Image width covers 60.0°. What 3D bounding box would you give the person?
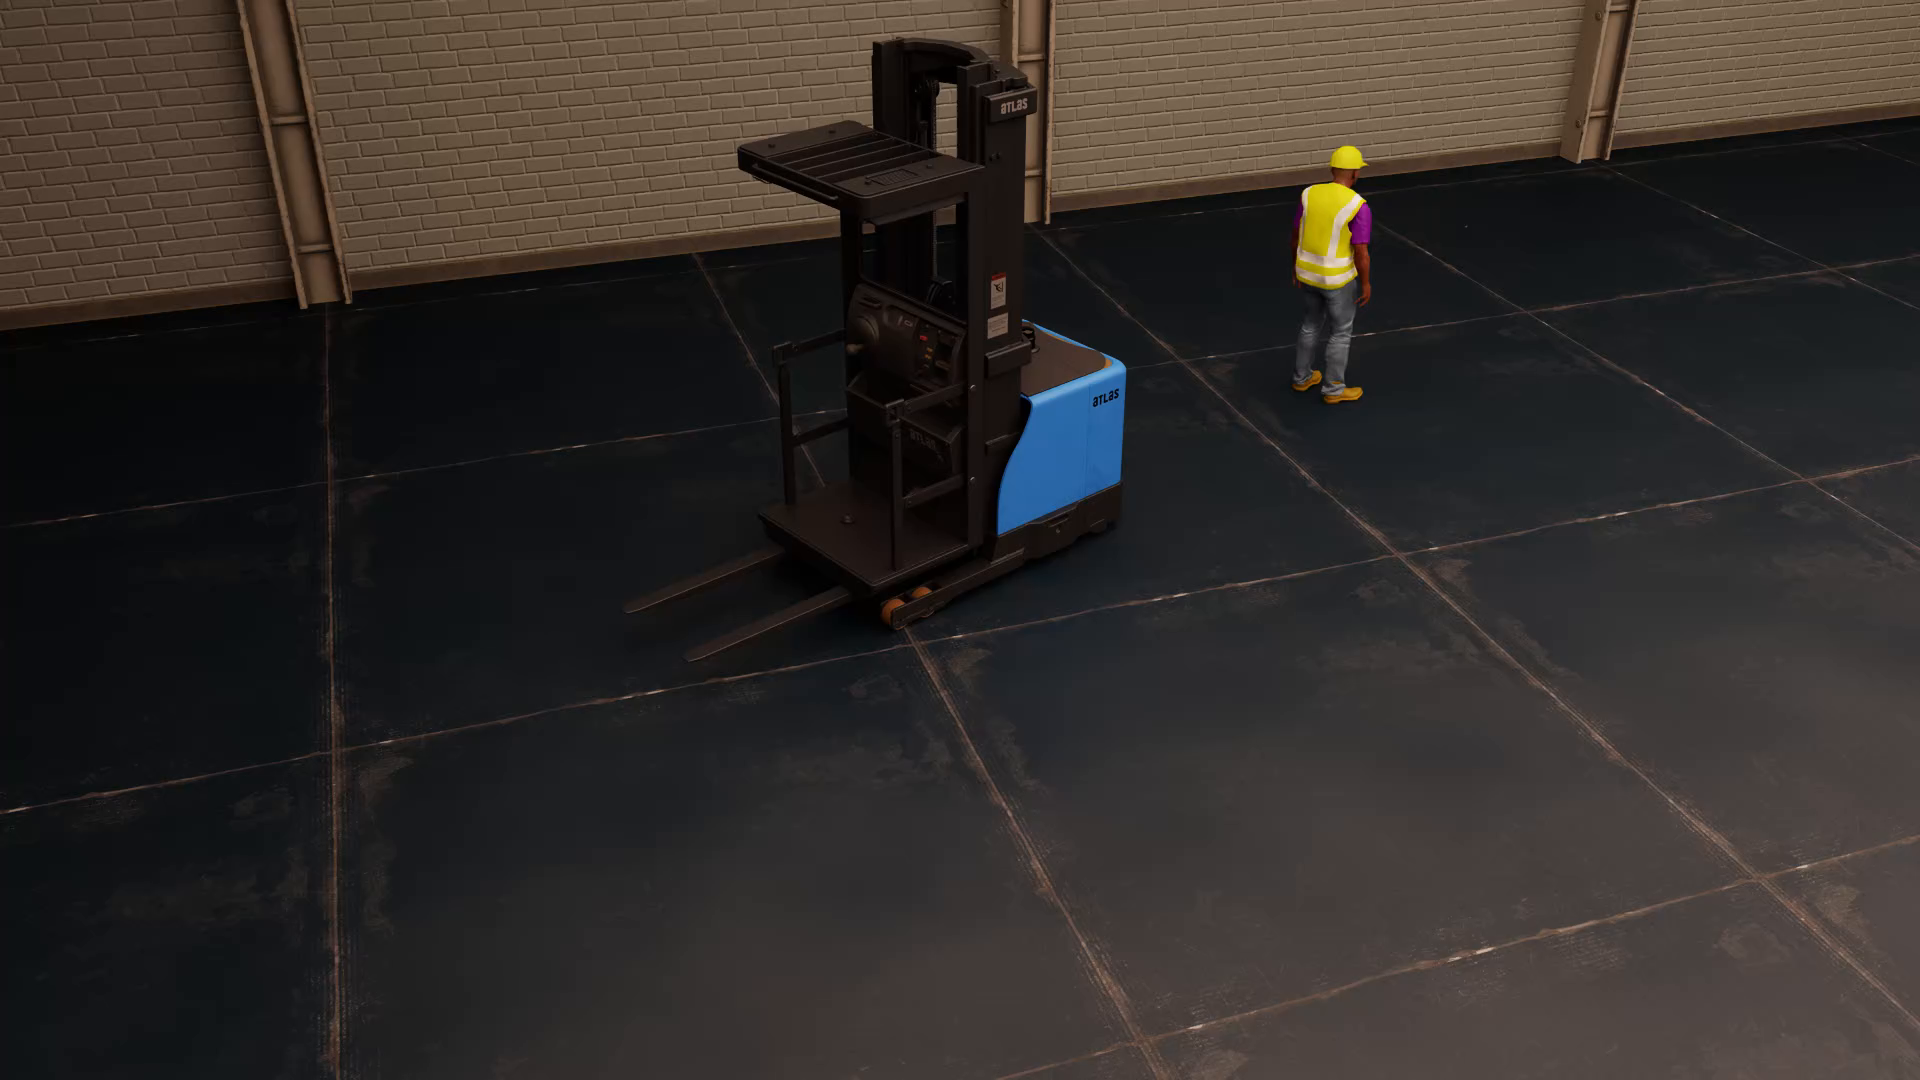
[{"bbox_3d":[2.552,-1.828,11.444,0.462,1.759,0.632,-24,38,-35],"label":"person"}]

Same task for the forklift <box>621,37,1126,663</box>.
[{"bbox_3d":[-0.461,-1.072,8.951,3.031,2.935,1.130,-23,37,-34],"label":"forklift"}]
